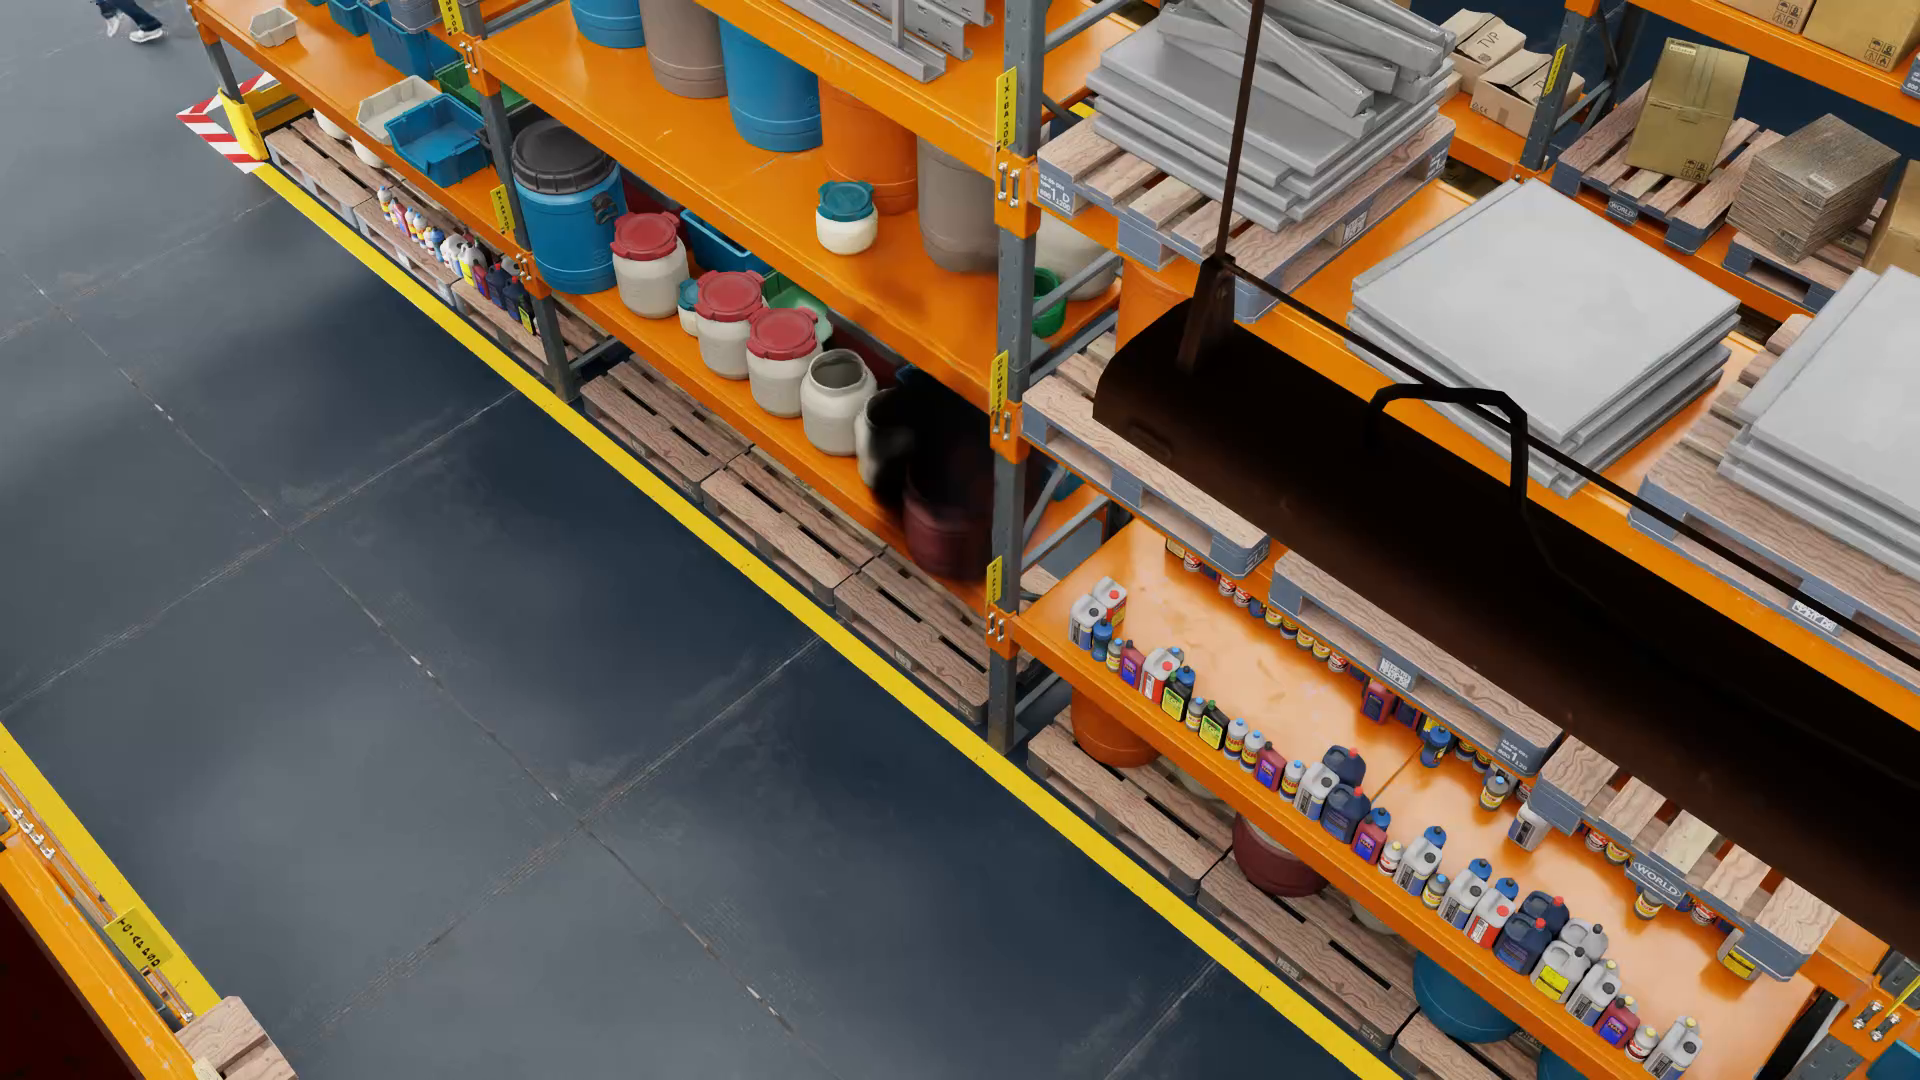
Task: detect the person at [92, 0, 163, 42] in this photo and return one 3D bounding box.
[{"bbox_3d":[-6.935,-4.673,13.276,0.624,1.590,0.547,-4,50,-3],"label":"person"}]
